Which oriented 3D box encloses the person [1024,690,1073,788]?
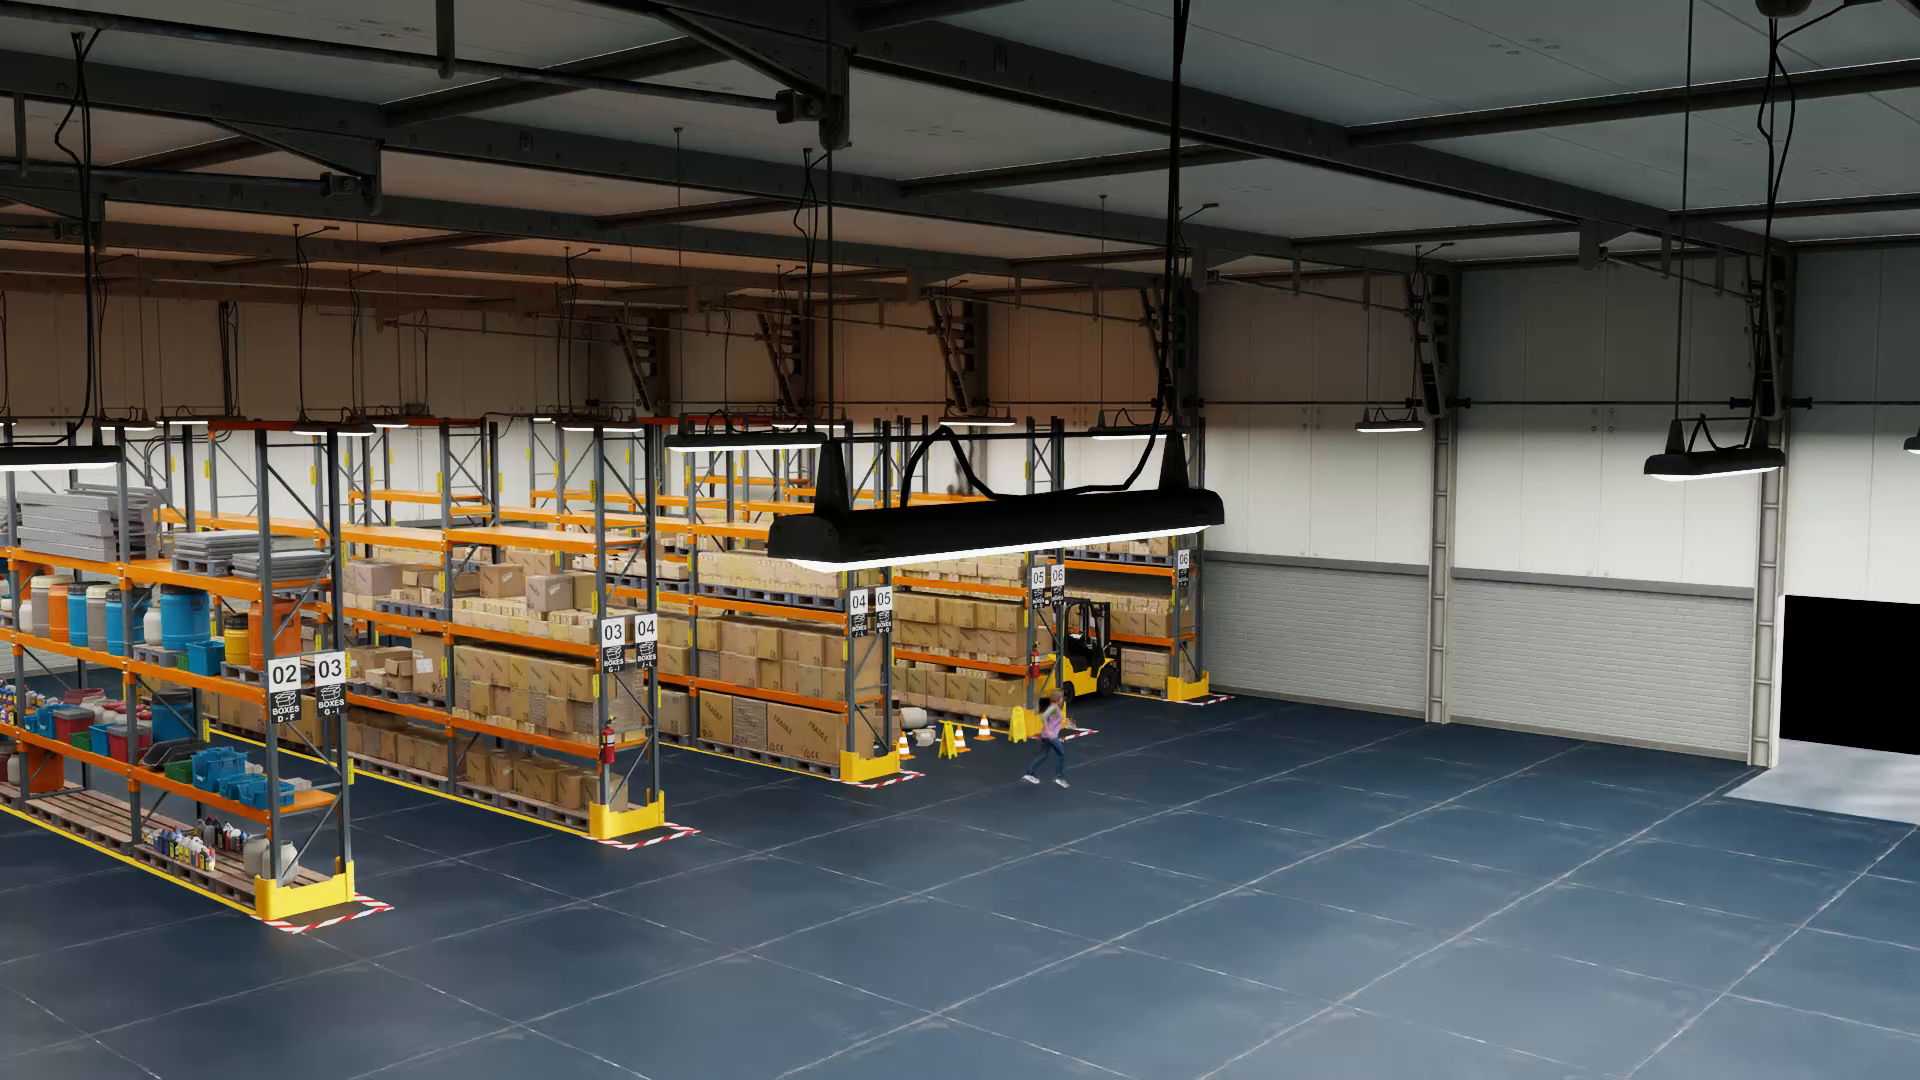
[{"bbox_3d":[1.472,3.277,27.322,0.832,1.633,0.475,-1,5,-9],"label":"person"}]

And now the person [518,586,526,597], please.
[{"bbox_3d":[-11.605,1.857,43.368,0.668,1.855,0.861,3,5,29],"label":"person"}]

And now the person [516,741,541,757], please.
[{"bbox_3d":[-7.566,3.007,29.628,0.607,1.743,0.652,3,6,34],"label":"person"}]
